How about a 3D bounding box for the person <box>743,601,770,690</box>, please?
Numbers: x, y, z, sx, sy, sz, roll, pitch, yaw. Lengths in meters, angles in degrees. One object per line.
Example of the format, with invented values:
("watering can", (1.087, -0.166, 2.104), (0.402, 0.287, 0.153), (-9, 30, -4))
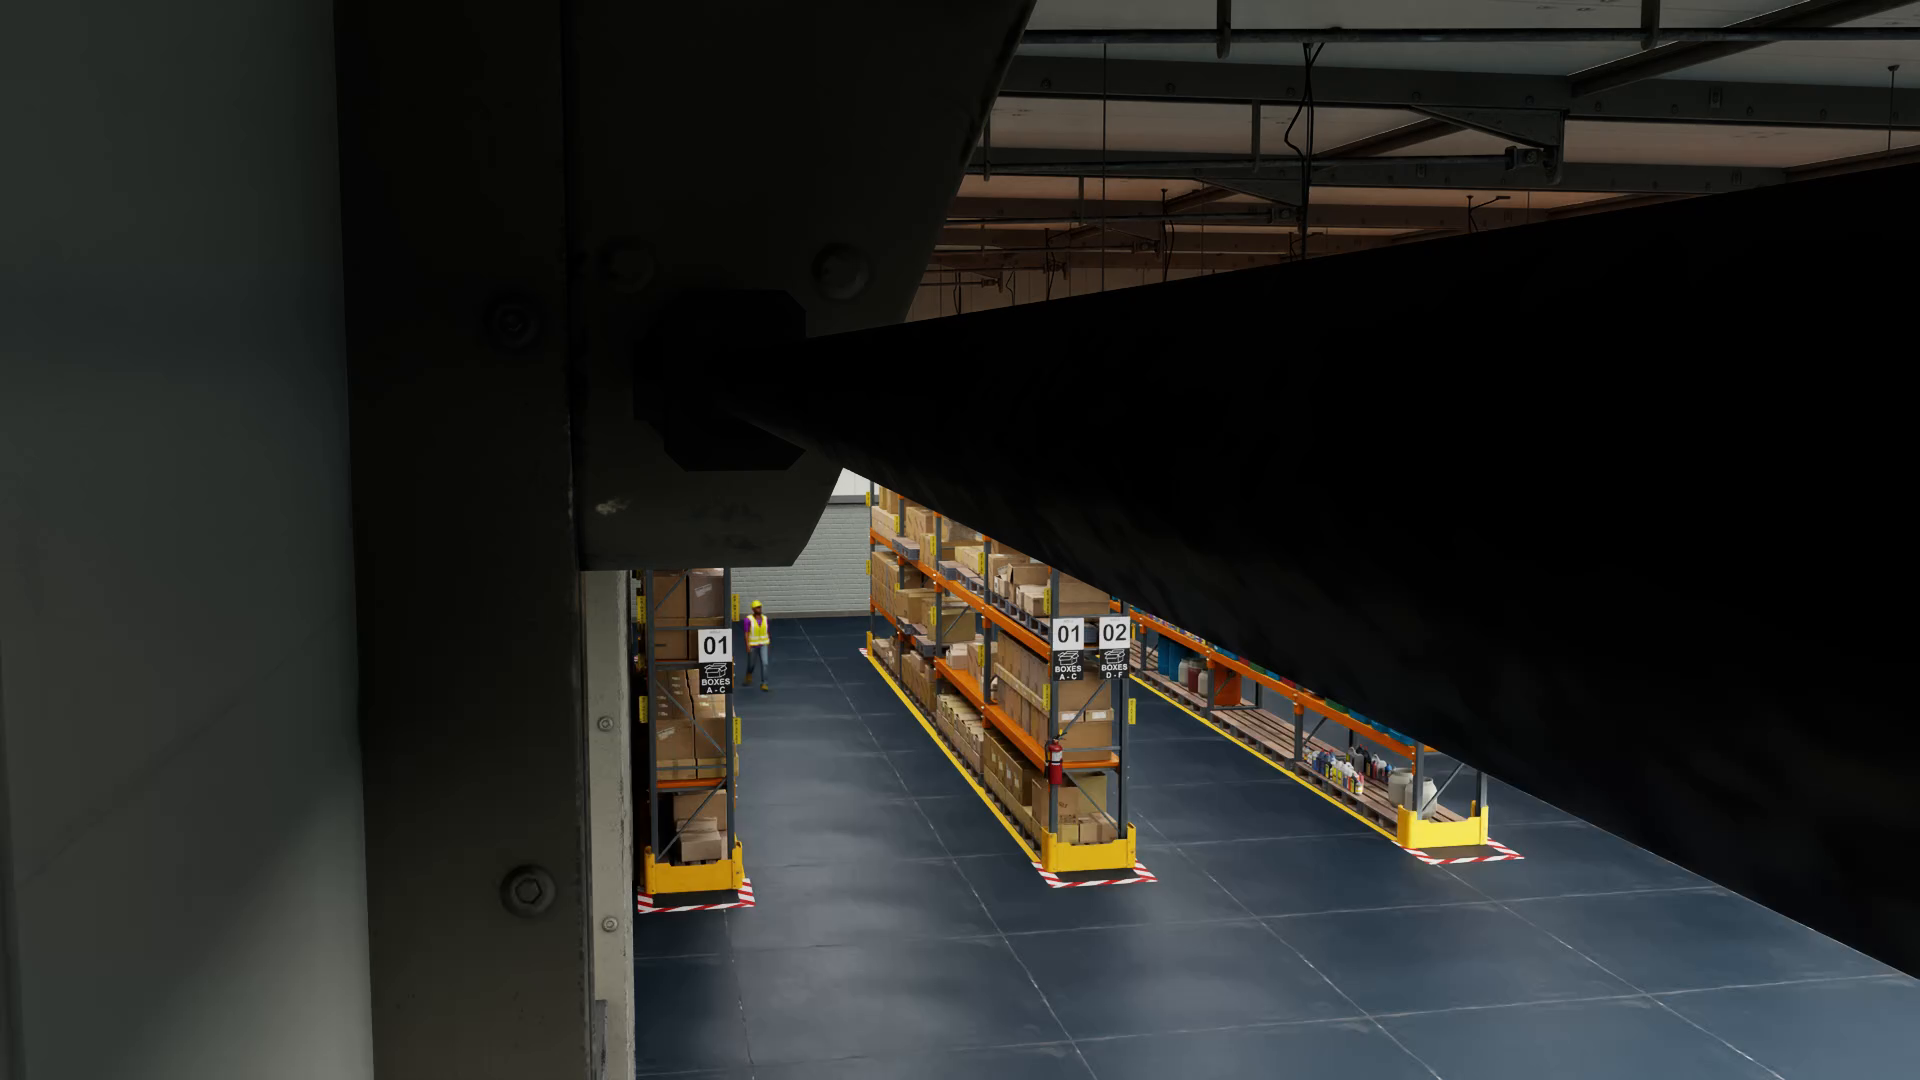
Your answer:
("person", (-3.990, 2.052, 32.726), (0.553, 1.717, 0.856), (-2, 6, -15))
